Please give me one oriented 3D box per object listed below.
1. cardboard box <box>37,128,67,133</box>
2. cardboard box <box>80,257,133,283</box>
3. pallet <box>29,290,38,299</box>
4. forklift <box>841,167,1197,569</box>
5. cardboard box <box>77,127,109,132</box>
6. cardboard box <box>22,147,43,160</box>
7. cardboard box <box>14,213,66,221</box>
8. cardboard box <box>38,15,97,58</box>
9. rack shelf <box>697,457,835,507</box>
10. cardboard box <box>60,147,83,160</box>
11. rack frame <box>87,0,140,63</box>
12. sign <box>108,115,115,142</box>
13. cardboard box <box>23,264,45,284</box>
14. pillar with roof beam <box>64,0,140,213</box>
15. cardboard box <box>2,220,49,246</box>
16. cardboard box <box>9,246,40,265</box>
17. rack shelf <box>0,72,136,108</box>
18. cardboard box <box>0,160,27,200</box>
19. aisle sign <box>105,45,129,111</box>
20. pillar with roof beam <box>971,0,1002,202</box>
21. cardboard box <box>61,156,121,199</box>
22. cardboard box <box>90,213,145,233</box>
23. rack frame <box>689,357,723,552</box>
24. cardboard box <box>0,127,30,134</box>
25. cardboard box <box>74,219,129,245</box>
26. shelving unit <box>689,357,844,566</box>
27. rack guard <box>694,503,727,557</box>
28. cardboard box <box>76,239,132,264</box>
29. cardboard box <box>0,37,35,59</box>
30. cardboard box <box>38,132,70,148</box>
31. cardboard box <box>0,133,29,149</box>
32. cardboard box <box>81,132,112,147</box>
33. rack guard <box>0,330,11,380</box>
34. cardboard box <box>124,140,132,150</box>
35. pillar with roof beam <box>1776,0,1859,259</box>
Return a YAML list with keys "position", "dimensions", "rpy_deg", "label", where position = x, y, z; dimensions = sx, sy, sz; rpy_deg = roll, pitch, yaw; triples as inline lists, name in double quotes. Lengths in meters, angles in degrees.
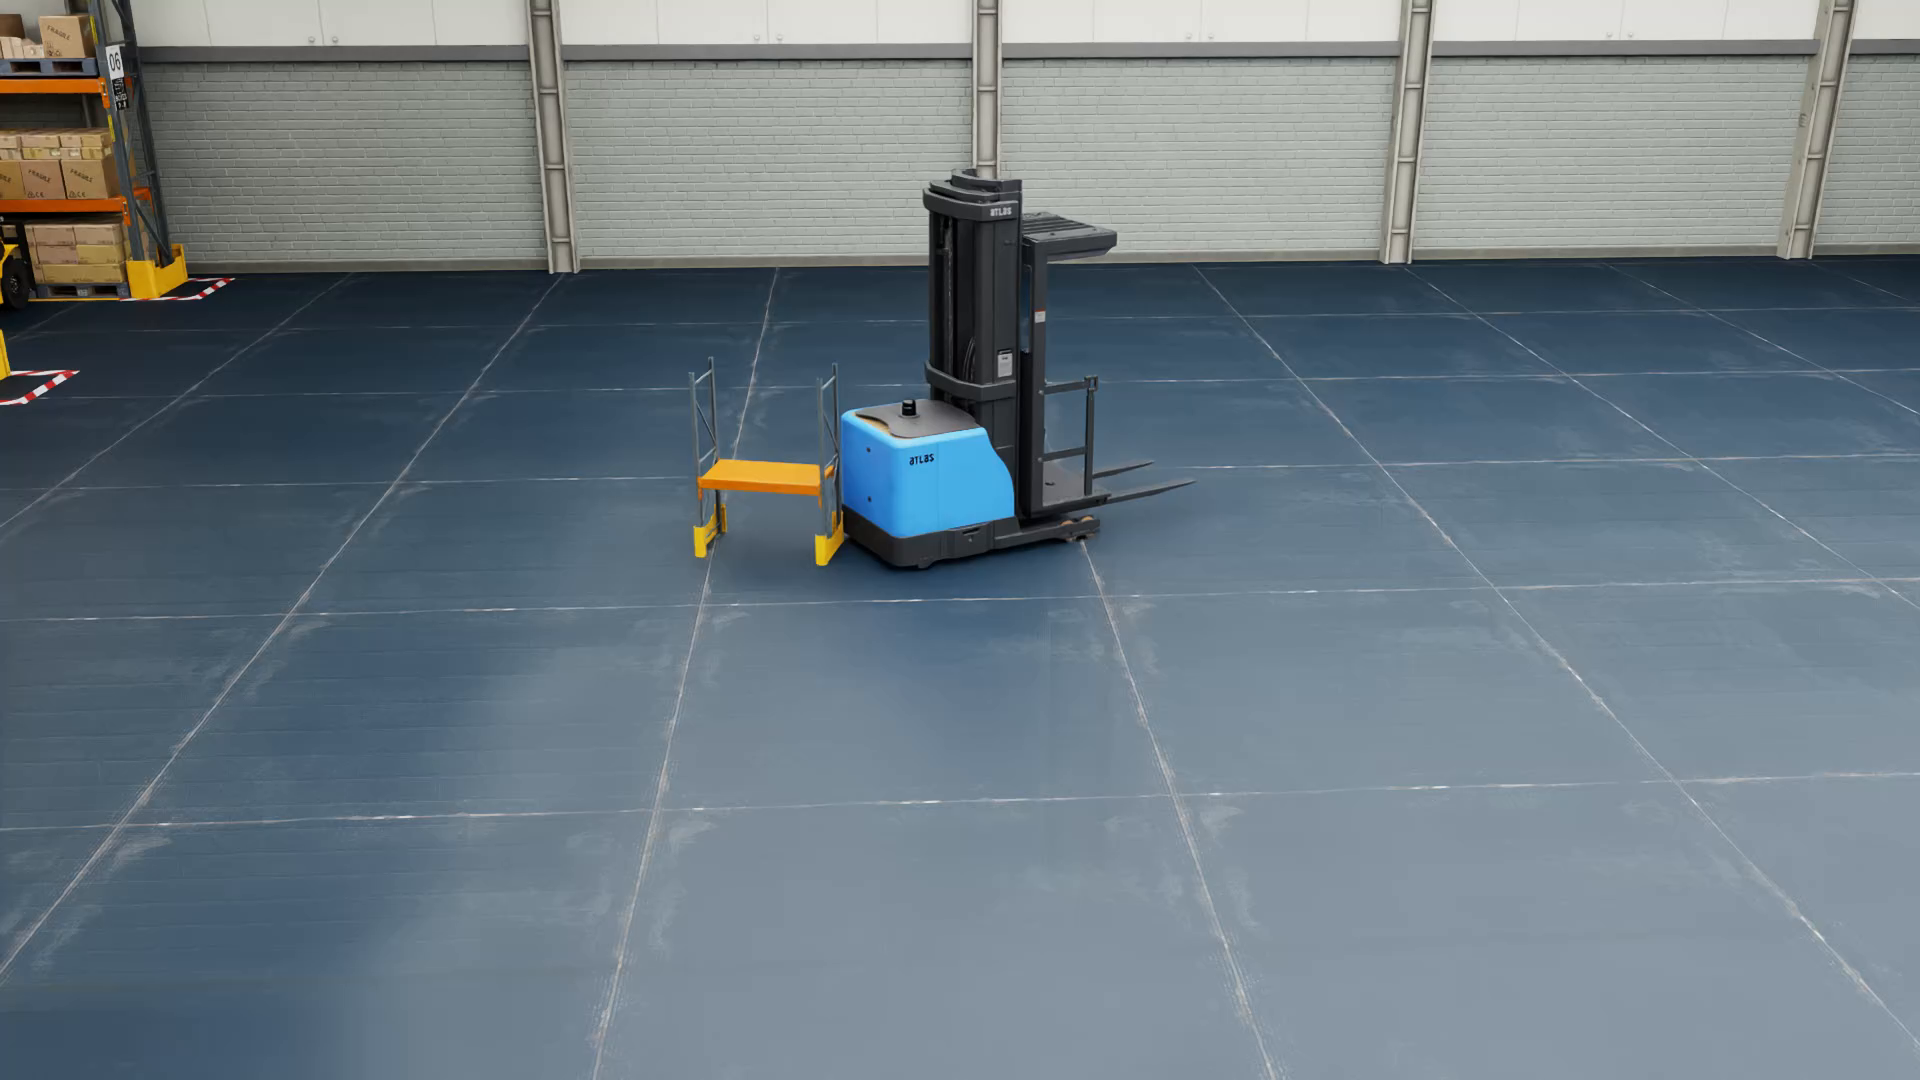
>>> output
- position: [-11.988, -5.357, 22.006]
  dimensions: [0.250, 0.149, 0.380]
  rpy_deg: [-1, 21, -3]
  label: "cardboard box"
- position: [-11.317, -3.592, 22.114]
  dimensions: [0.500, 0.250, 0.500]
  rpy_deg: [-1, 21, -3]
  label: "cardboard box"
- position: [-12.843, -3.445, 22.374]
  dimensions: [1.213, 0.211, 1.003]
  rpy_deg: [-1, 21, -3]
  label: "pallet"
- position: [0.568, -1.510, 13.467]
  dimensions: [3.031, 2.935, 1.130]
  rpy_deg: [-12, 24, -28]
  label: "forklift"
- position: [-11.483, -5.377, 22.059]
  dimensions: [0.250, 0.149, 0.380]
  rpy_deg: [0, 21, -1]
  label: "cardboard box"
- position: [-11.961, -5.046, 21.606]
  dimensions: [0.250, 0.149, 0.380]
  rpy_deg: [-1, 21, -3]
  label: "cardboard box"
- position: [-12.356, -4.221, 22.361]
  dimensions: [0.500, 0.250, 0.500]
  rpy_deg: [-1, 21, -3]
  label: "cardboard box"
- position: [-11.294, -6.399, 21.125]
  dimensions: [0.500, 0.500, 0.500]
  rpy_deg: [0, 21, -1]
  label: "cardboard box"
- position: [-1.524, -0.464, 13.237]
  dimensions: [1.000, 0.185, 0.538]
  rpy_deg: [4, 21, 10]
  label: "rack shelf"
- position: [-11.450, -5.030, 21.565]
  dimensions: [0.250, 0.149, 0.380]
  rpy_deg: [-1, 21, -2]
  label: "cardboard box"
- position: [-10.866, -7.606, 20.952]
  dimensions: [0.127, 3.000, 1.000]
  rpy_deg: [-1, 21, -3]
  label: "rack frame"
- position: [-10.849, -5.261, 21.265]
  dimensions: [0.005, 0.325, 0.100]
  rpy_deg: [-1, 21, -3]
  label: "sign"
- position: [-12.314, -3.578, 22.078]
  dimensions: [0.500, 0.250, 0.500]
  rpy_deg: [-1, 21, -2]
  label: "cardboard box"
- position: [-11.367, -6.383, 17.739]
  dimensions: [0.400, 9.000, 9.100]
  rpy_deg: [-1, 21, -3]
  label: "pillar with roof beam"
- position: [-12.321, -4.035, 21.872]
  dimensions: [0.500, 0.250, 0.500]
  rpy_deg: [-1, 21, -2]
  label: "cardboard box"
- position: [-12.350, -3.802, 21.964]
  dimensions: [0.500, 0.250, 0.500]
  rpy_deg: [-2, 21, -4]
  label: "cardboard box"
- position: [-12.863, -5.828, 21.507]
  dimensions: [4.000, 0.370, 1.077]
  rpy_deg: [-1, 21, -3]
  label: "rack shelf"
- position: [-12.373, -4.728, 21.684]
  dimensions: [0.500, 0.500, 0.500]
  rpy_deg: [-2, 21, -4]
  label: "cardboard box"
- position: [-10.784, -5.915, 21.287]
  dimensions: [0.004, 0.787, 0.394]
  rpy_deg: [-1, 21, -3]
  label: "aisle sign"
- position: [0.613, -6.627, 18.380]
  dimensions: [0.400, 9.000, 9.100]
  rpy_deg: [-1, 21, -3]
  label: "pillar with roof beam"
- position: [-11.343, -4.746, 21.731]
  dimensions: [0.500, 0.500, 0.500]
  rpy_deg: [-2, 21, -4]
  label: "cardboard box"
- position: [-11.357, -4.239, 22.407]
  dimensions: [0.500, 0.250, 0.500]
  rpy_deg: [-1, 21, -4]
  label: "cardboard box"
- position: [-2.023, -0.666, 13.262]
  dimensions: [0.032, 1.500, 0.500]
  rpy_deg: [4, 21, 10]
  label: "rack frame"
- position: [-12.517, -5.373, 22.047]
  dimensions: [0.250, 0.149, 0.380]
  rpy_deg: [-2, 21, -4]
  label: "cardboard box"
- position: [-11.308, -4.061, 21.941]
  dimensions: [0.500, 0.250, 0.500]
  rpy_deg: [0, 21, -1]
  label: "cardboard box"
- position: [-1.533, -0.633, 13.175]
  dimensions: [1.083, 1.500, 0.587]
  rpy_deg: [4, 21, 10]
  label: "shelving unit"
- position: [-2.022, -0.082, 13.484]
  dimensions: [0.087, 0.250, 0.587]
  rpy_deg: [4, 21, 10]
  label: "rack guard"
- position: [-11.334, -3.827, 22.028]
  dimensions: [0.500, 0.250, 0.500]
  rpy_deg: [-1, 21, -4]
  label: "cardboard box"
- position: [-11.929, -6.255, 21.076]
  dimensions: [0.258, 0.266, 0.396]
  rpy_deg: [-1, 21, -3]
  label: "cardboard box"
- position: [-11.716, -5.178, 21.537]
  dimensions: [0.250, 0.149, 0.380]
  rpy_deg: [-1, 21, -2]
  label: "cardboard box"
- position: [-12.223, -5.155, 21.475]
  dimensions: [0.250, 0.149, 0.380]
  rpy_deg: [-1, 21, -2]
  label: "cardboard box"
- position: [-11.212, -5.209, 21.618]
  dimensions: [0.250, 0.149, 0.380]
  rpy_deg: [-1, 21, -3]
  label: "cardboard box"
- position: [-10.655, -1.870, 17.829]
  dimensions: [0.348, 0.500, 1.175]
  rpy_deg: [-1, 21, -3]
  label: "rack guard"
- position: [-11.220, -5.238, 22.110]
  dimensions: [0.250, 0.149, 0.380]
  rpy_deg: [-2, 21, -4]
  label: "cardboard box"
- position: [12.594, -6.871, 19.020]
  dimensions: [0.400, 9.000, 9.100]
  rpy_deg: [-1, 21, -3]
  label: "pillar with roof beam"
